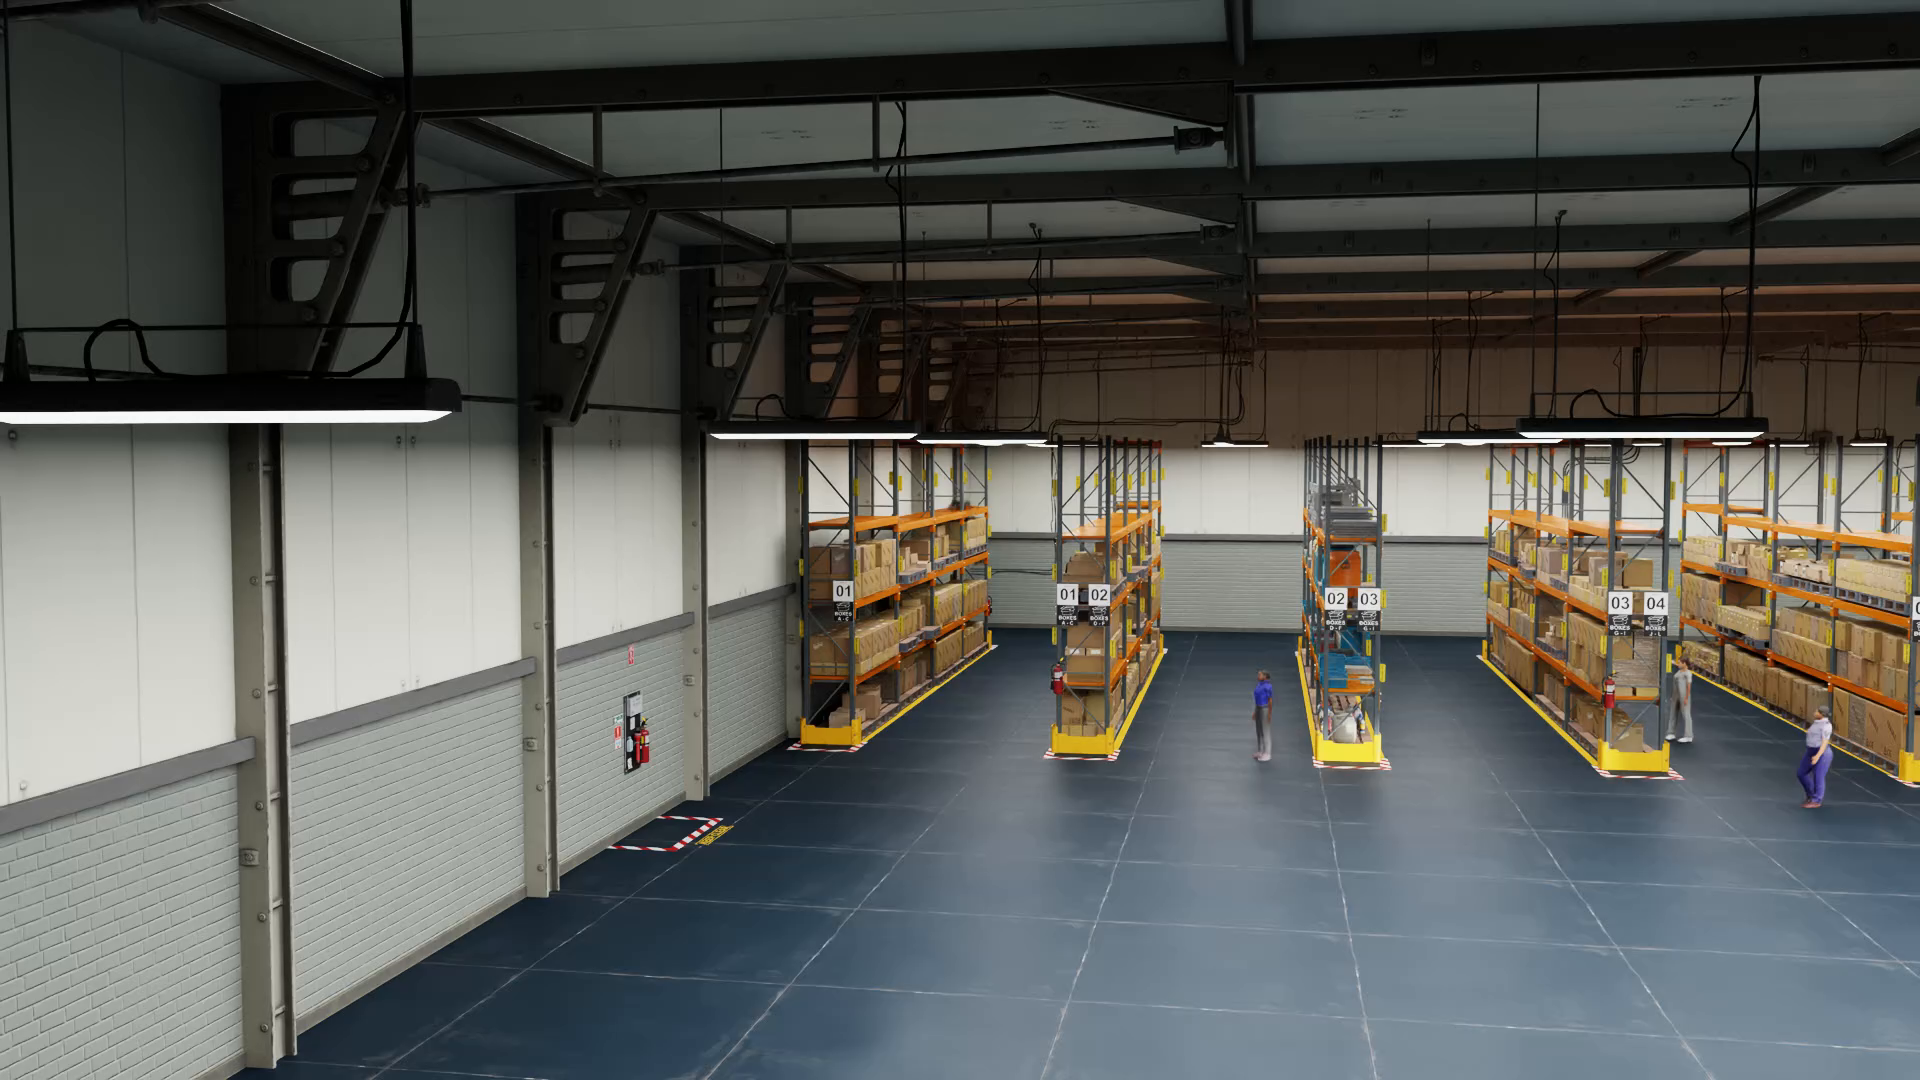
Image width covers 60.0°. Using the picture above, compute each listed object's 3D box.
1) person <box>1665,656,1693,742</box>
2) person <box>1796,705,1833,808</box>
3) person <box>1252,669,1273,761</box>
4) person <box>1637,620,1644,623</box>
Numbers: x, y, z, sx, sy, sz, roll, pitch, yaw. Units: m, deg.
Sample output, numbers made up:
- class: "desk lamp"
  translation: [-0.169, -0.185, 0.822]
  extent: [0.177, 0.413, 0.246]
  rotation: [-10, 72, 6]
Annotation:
- class: "person"
  translation: [14.161, 3.108, 32.724]
  extent: [0.453, 1.673, 0.502]
  rotation: [-1, 3, -21]
- class: "person"
  translation: [13.709, 3.477, 26.663]
  extent: [0.469, 1.677, 0.523]
  rotation: [-1, 3, -12]
- class: "person"
  translation: [5.600, 3.222, 30.866]
  extent: [0.356, 1.668, 0.484]
  rotation: [-1, 3, -15]
- class: "person"
  translation: [18.040, 2.444, 44.490]
  extent: [0.394, 1.782, 0.604]
  rotation: [-2, 3, -26]
